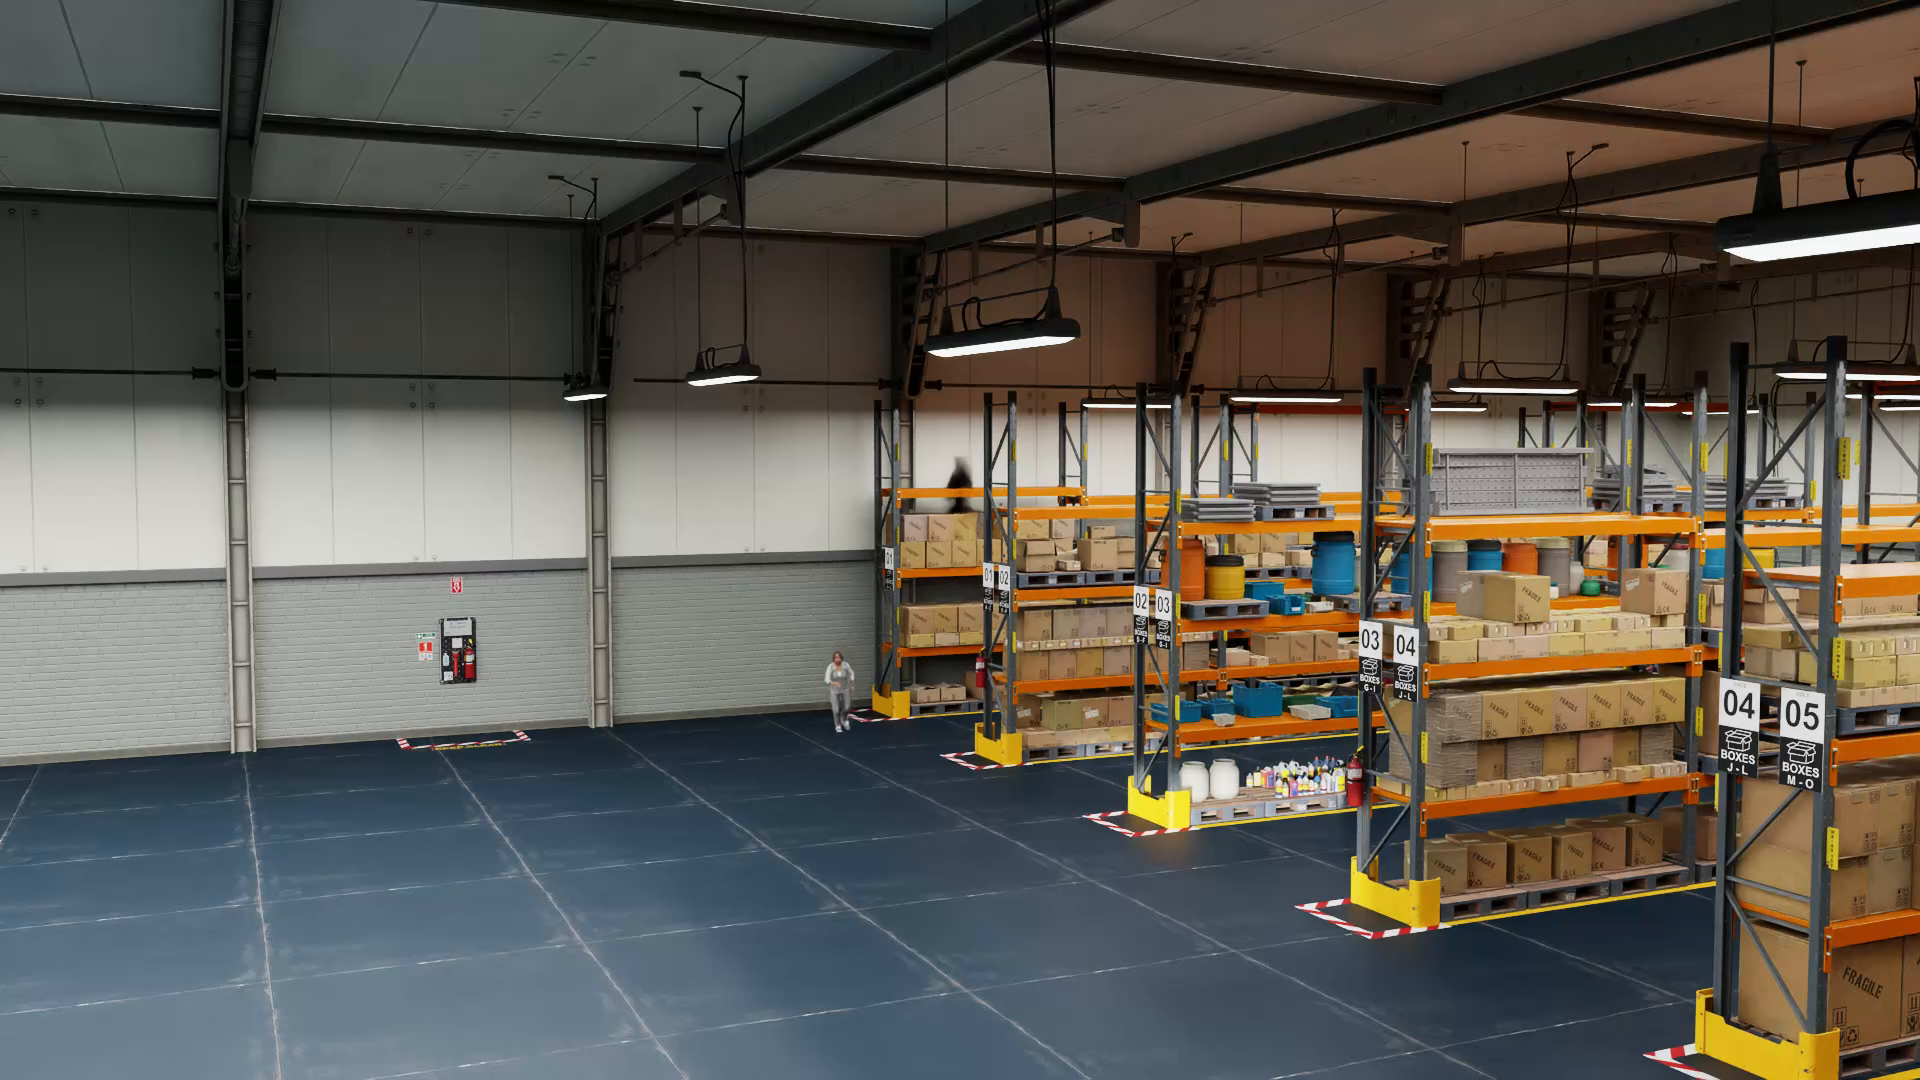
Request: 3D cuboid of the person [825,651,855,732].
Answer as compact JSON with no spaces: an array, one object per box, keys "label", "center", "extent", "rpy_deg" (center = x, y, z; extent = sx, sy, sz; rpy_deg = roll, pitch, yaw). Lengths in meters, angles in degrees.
[{"label":"person","center":[-2.131,2.703,29.532],"extent":[0.530,1.499,0.776],"rpy_deg":[0,3,-5]}]
